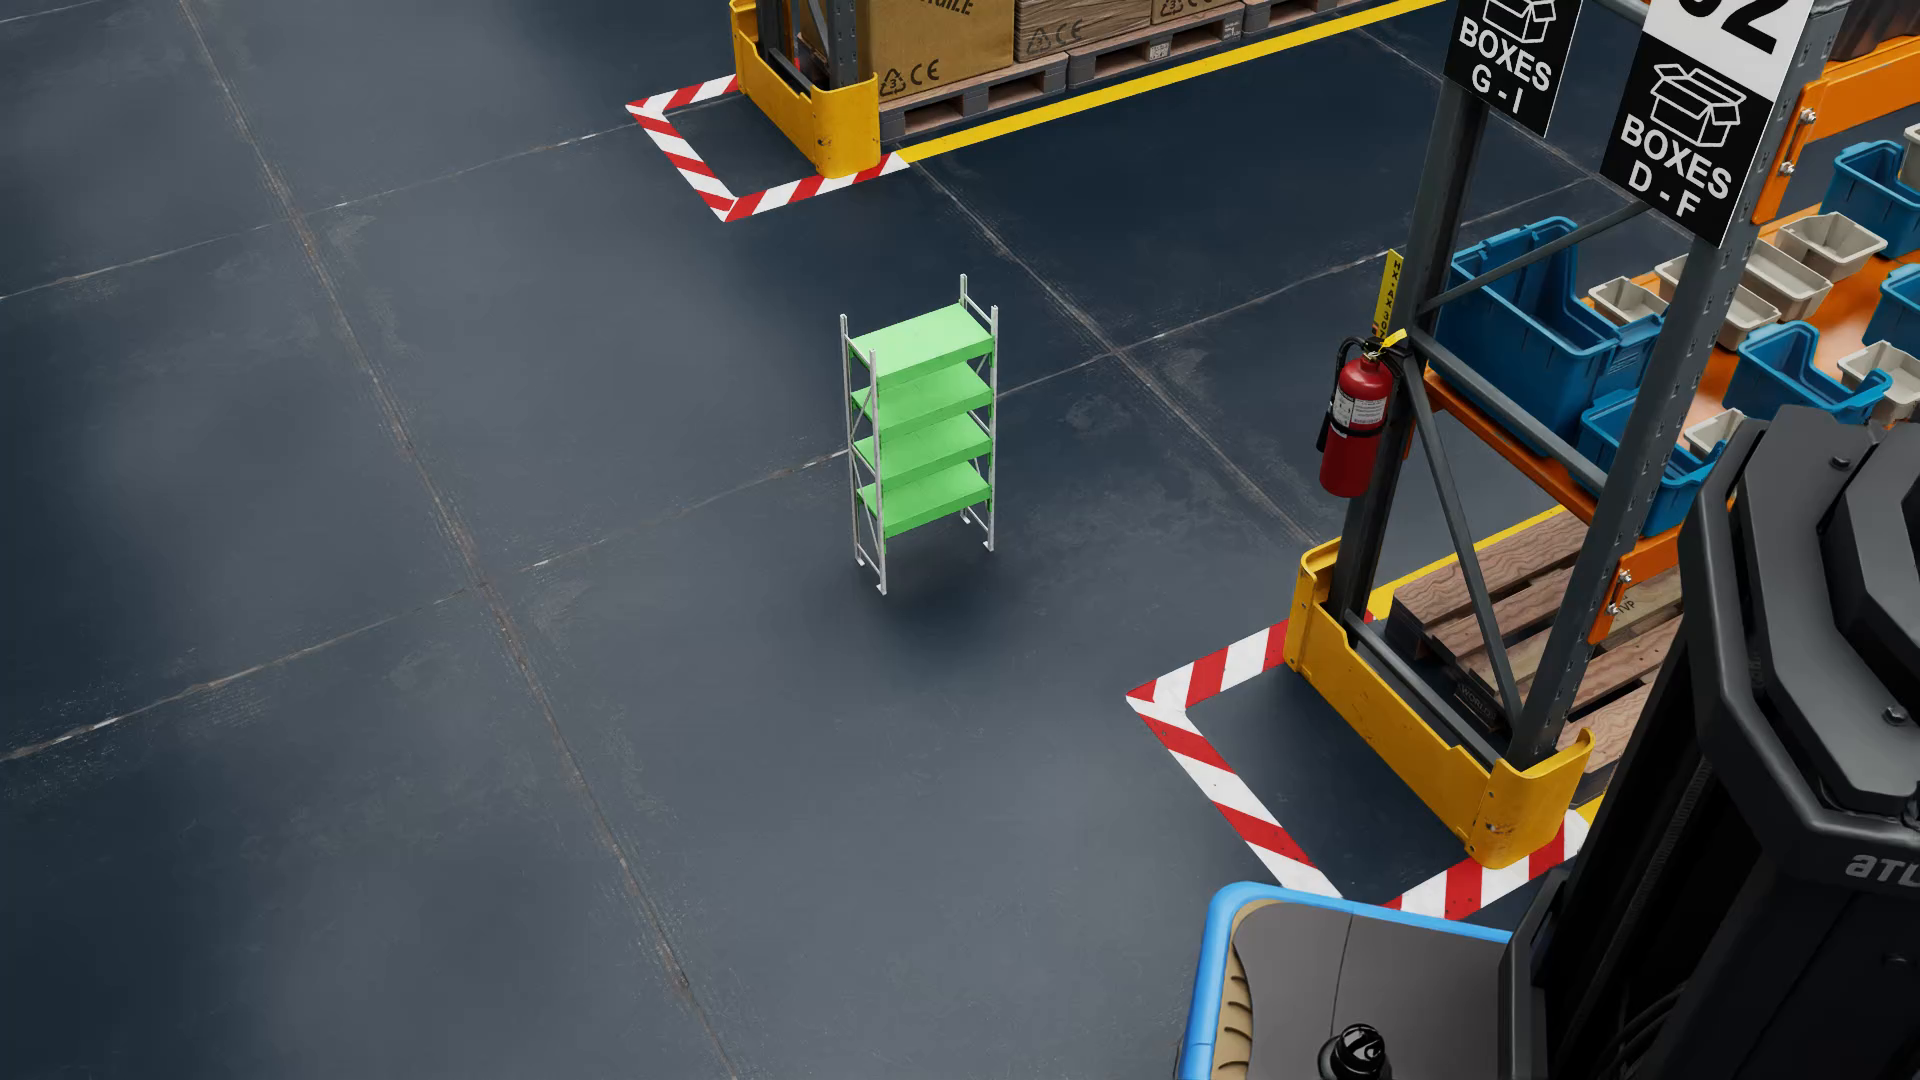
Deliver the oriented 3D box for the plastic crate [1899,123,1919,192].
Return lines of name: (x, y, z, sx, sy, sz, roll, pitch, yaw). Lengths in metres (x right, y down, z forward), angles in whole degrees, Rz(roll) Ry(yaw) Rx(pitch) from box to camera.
plastic crate: (3.705, -1.325, 6.004, 0.530, 0.282, 0.437, -22, 48, -21)

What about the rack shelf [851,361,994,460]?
rack shelf: (-0.144, -0.500, 6.150, 0.480, 0.148, 0.258, -22, 48, -21)

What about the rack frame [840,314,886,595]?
rack frame: (-0.355, -0.288, 6.186, 0.015, 1.200, 0.240, -22, 48, -21)

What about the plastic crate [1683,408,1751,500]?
plastic crate: (2.349, -0.252, 5.002, 0.298, 0.136, 0.250, -22, 48, -21)

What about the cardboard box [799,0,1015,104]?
cardboard box: (-0.300, -3.026, 8.939, 0.875, 0.875, 0.875, -22, 48, -21)

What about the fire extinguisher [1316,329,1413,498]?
fire extinguisher: (1.295, -0.437, 5.370, 0.183, 0.674, 0.296, -22, 48, -21)

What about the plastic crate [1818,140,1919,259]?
plastic crate: (3.305, -1.206, 5.916, 0.300, 0.233, 0.416, -22, 48, -21)

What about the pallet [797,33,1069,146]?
pallet: (-0.161, -2.692, 9.372, 1.213, 0.211, 1.003, -22, 48, -21)

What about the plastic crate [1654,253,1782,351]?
plastic crate: (2.527, -0.788, 5.554, 0.243, 0.136, 0.396, -22, 48, -21)

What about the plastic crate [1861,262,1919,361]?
plastic crate: (3.172, -0.682, 5.376, 0.300, 0.233, 0.416, -22, 48, -21)

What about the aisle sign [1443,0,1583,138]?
aisle sign: (1.444, -1.462, 4.236, 0.004, 0.787, 0.394, -22, 48, -21)

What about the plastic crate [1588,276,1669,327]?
plastic crate: (2.269, -0.696, 5.460, 0.243, 0.136, 0.396, -22, 48, -21)

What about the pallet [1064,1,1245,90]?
pallet: (0.895, -3.112, 9.805, 1.213, 0.211, 1.003, -22, 48, -21)

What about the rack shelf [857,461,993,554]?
rack shelf: (-0.144, -0.155, 6.485, 0.480, 0.148, 0.258, -22, 48, -21)

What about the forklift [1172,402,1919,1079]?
forklift: (2.009, 1.157, 3.454, 3.031, 2.935, 1.130, 9, 45, 10)

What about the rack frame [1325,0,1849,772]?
rack frame: (1.652, -0.377, 4.984, 0.127, 3.000, 1.000, -22, 48, -21)

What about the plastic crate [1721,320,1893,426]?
plastic crate: (2.601, -0.453, 5.141, 0.300, 0.233, 0.416, -22, 48, -21)

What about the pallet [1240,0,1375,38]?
pallet: (1.955, -3.538, 10.244, 1.213, 0.211, 1.003, -22, 48, -21)

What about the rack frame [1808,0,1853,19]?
rack frame: (1.652, -2.530, 2.895, 0.127, 3.000, 1.000, -22, 48, -21)

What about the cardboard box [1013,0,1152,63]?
cardboard box: (0.489, -3.342, 9.264, 0.875, 0.875, 0.875, -22, 48, -21)

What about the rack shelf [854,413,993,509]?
rack shelf: (-0.144, -0.327, 6.317, 0.480, 0.148, 0.258, -22, 48, -21)

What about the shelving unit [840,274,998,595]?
shelving unit: (-0.144, -0.373, 6.273, 0.503, 1.200, 0.258, -22, 48, -21)

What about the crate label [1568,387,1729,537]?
crate label: (2.030, -0.225, 4.905, 0.303, 0.233, 0.416, -22, 48, -21)

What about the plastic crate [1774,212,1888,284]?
plastic crate: (3.004, -1.013, 5.786, 0.250, 0.136, 0.298, -22, 48, -21)

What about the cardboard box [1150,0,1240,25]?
cardboard box: (1.260, -3.651, 9.582, 0.875, 0.875, 0.875, -22, 48, -21)

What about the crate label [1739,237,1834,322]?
crate label: (2.757, -0.899, 5.669, 0.243, 0.136, 0.396, -22, 48, -21)

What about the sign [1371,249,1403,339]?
sign: (1.364, -0.762, 5.264, 0.005, 0.325, 0.100, -22, 48, -21)

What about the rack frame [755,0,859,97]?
rack frame: (-0.815, -3.368, 8.066, 0.127, 3.000, 1.000, -22, 48, -21)

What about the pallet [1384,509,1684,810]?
pallet: (2.386, 0.361, 6.226, 1.213, 0.211, 1.003, -22, 48, -21)

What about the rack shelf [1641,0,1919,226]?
rack shelf: (3.386, -1.889, 4.905, 4.000, 0.370, 1.077, -22, 48, -21)

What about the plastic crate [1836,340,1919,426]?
plastic crate: (2.938, -0.487, 5.244, 0.298, 0.136, 0.250, -22, 48, -21)

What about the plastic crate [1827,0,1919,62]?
plastic crate: (2.125, -1.372, 3.949, 0.590, 0.269, 0.497, -22, 48, -21)

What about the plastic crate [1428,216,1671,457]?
plastic crate: (1.849, -0.640, 5.187, 0.499, 0.435, 0.616, -22, 48, -21)

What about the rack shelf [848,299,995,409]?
rack shelf: (-0.144, -0.672, 5.983, 0.480, 0.148, 0.258, -22, 48, -21)

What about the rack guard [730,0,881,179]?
rack guard: (-0.836, -2.462, 8.928, 0.348, 0.500, 1.175, -22, 48, -21)

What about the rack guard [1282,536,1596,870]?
rack guard: (1.638, 0.536, 5.838, 0.348, 0.500, 1.175, -22, 48, -21)

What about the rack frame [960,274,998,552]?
rack frame: (0.068, -0.458, 6.360, 0.015, 1.200, 0.240, -22, 48, -21)

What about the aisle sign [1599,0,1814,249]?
aisle sign: (1.738, -1.105, 3.868, 0.004, 0.787, 0.394, -22, 48, -21)

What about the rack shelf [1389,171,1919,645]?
rack shelf: (3.386, -0.812, 5.950, 4.000, 0.370, 1.077, -22, 48, -21)
